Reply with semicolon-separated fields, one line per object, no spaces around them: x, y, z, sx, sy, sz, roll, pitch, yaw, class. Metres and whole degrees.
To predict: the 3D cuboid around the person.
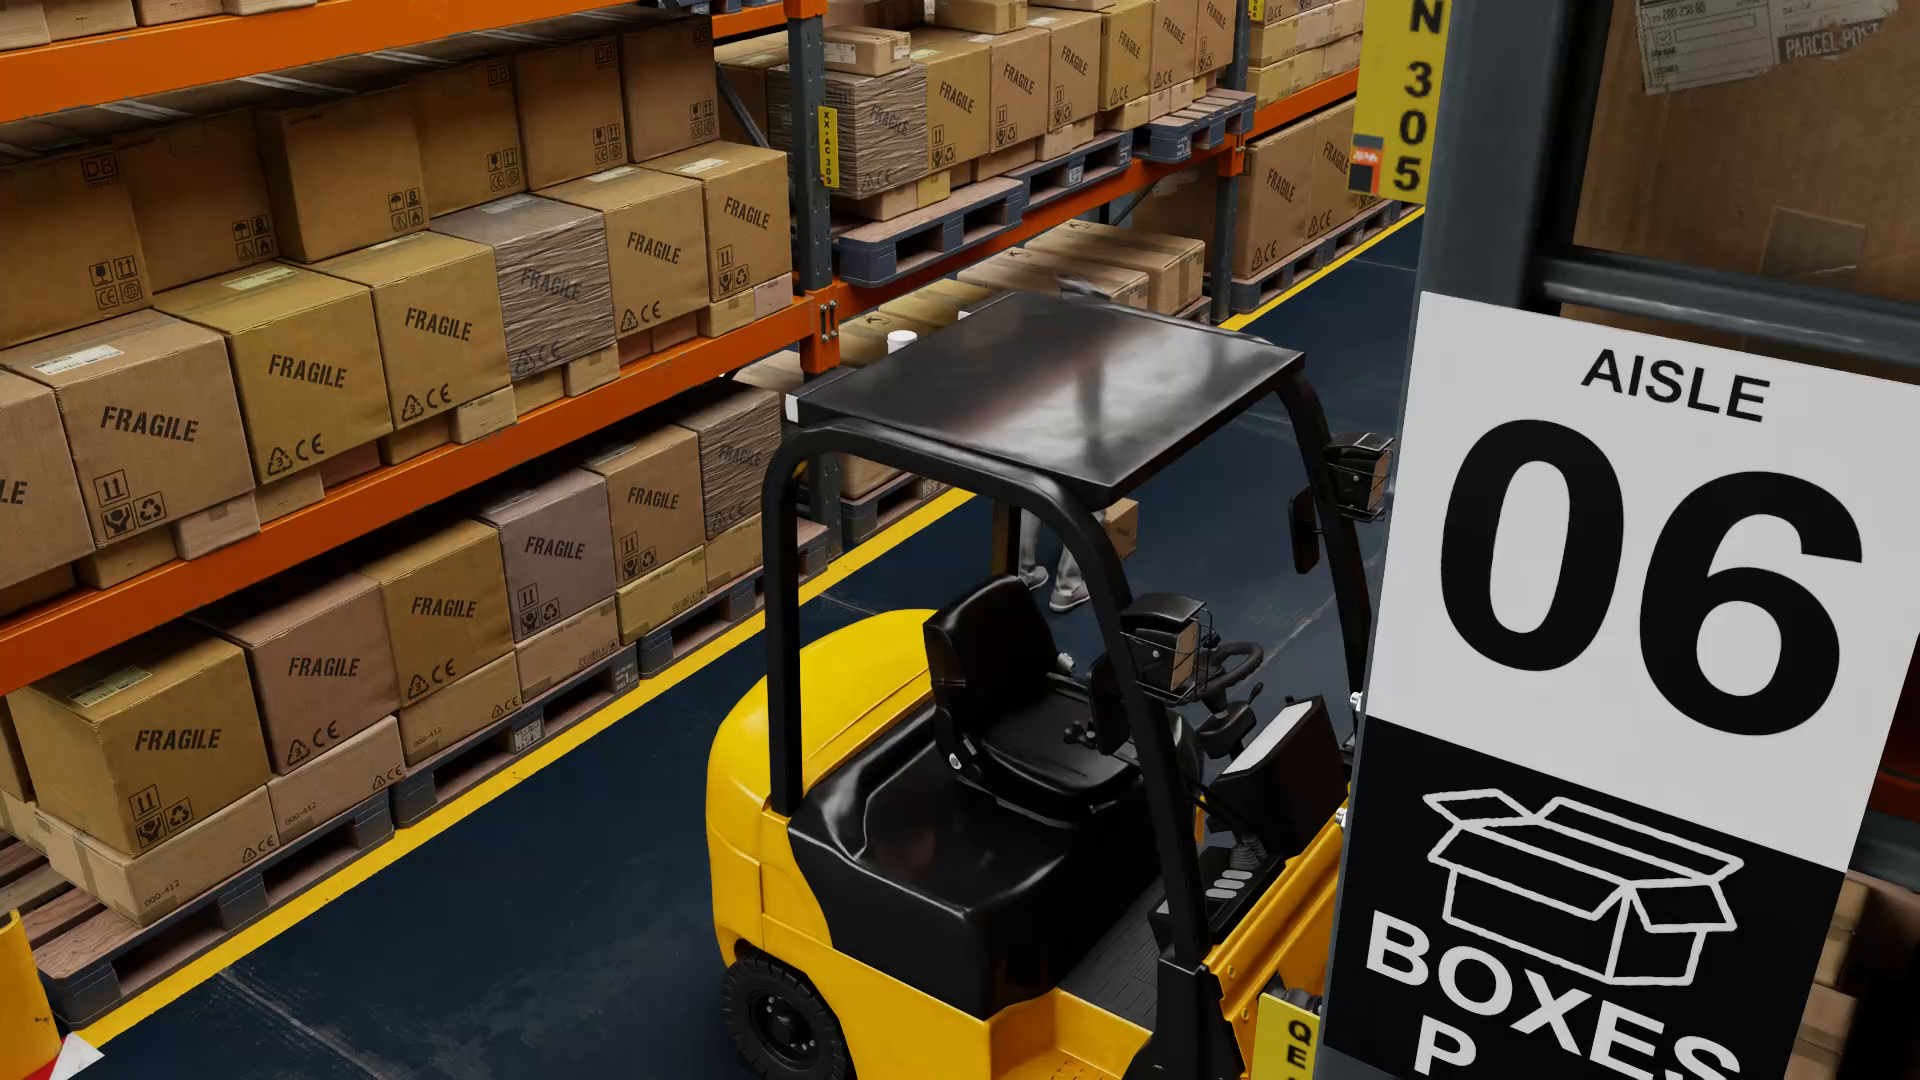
0.405;-0.409;7.214;0.535;1.403;0.692;17;32;30;person
